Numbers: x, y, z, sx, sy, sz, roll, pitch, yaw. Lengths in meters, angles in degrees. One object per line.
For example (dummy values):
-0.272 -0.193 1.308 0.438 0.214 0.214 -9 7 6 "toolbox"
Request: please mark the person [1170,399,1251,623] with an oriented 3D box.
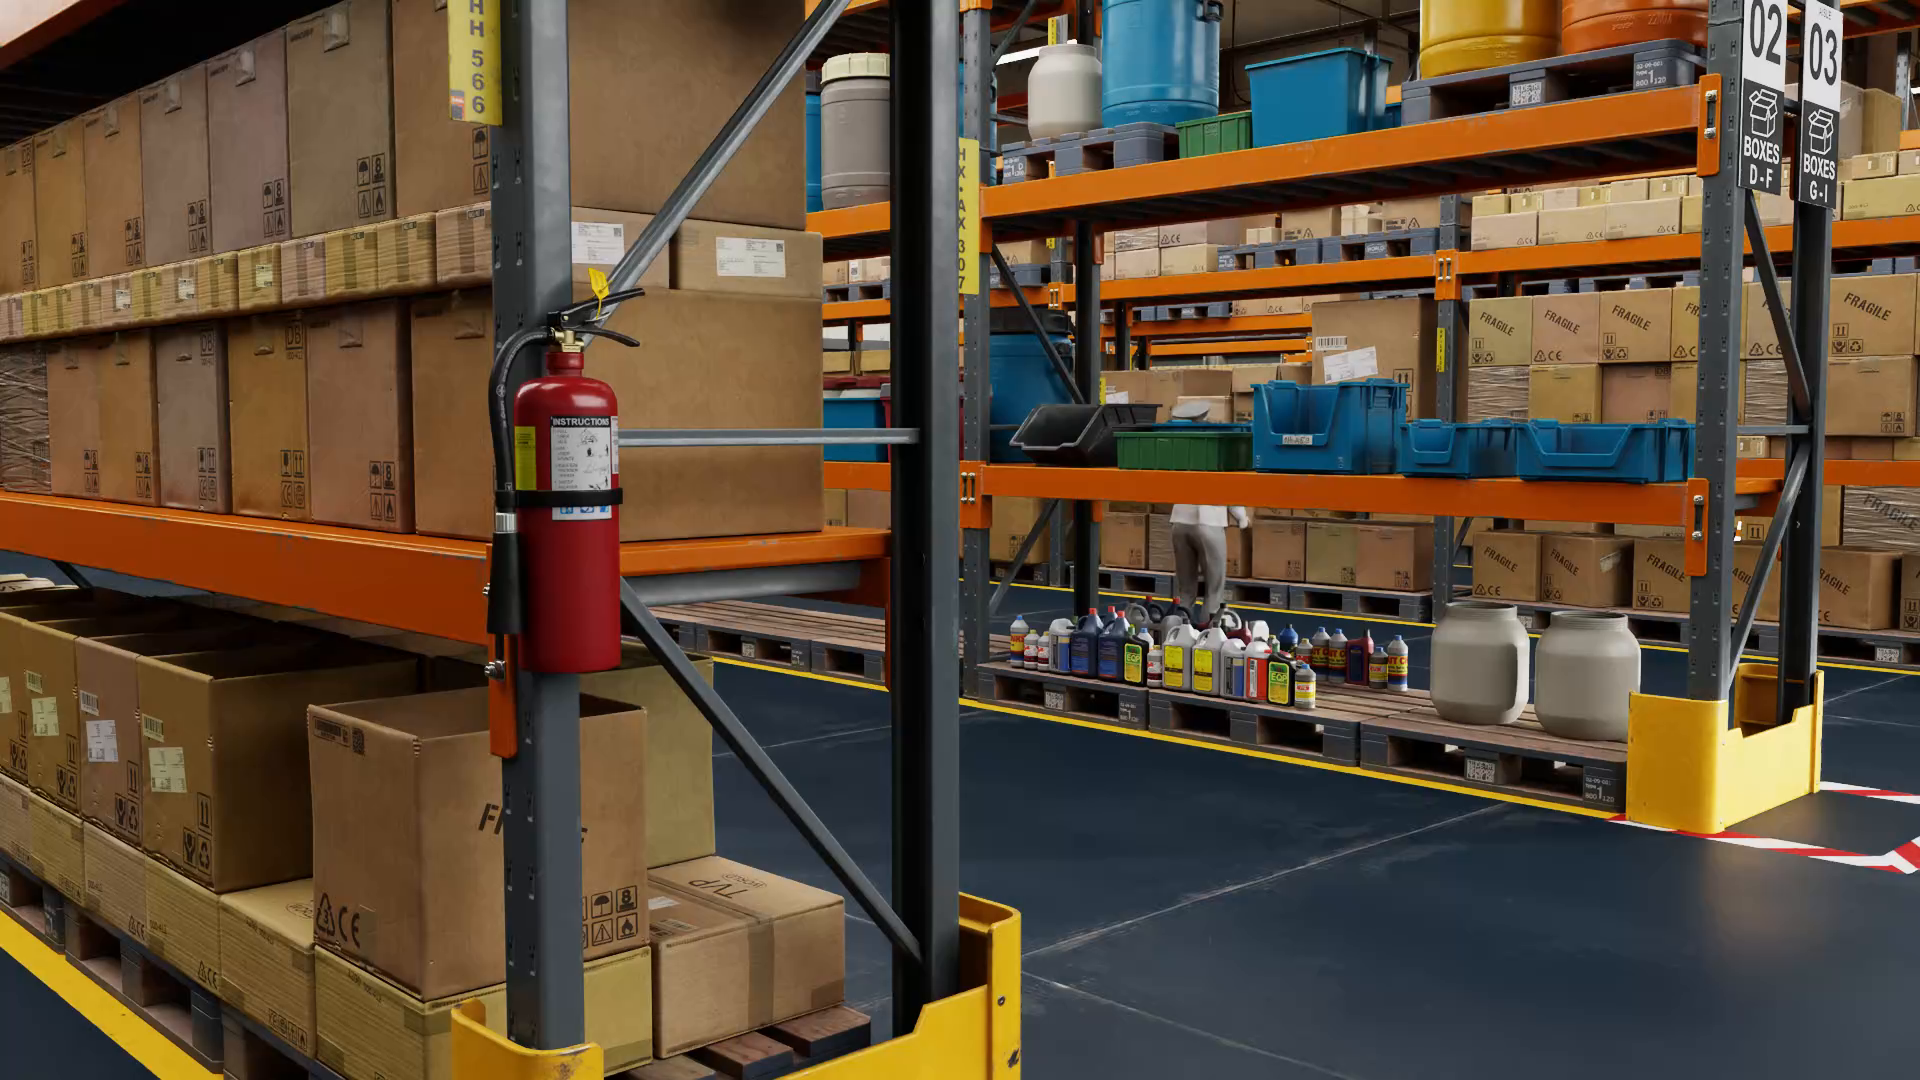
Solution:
1.571 -0.044 10.564 0.540 1.681 0.460 -4 6 -43 "person"
